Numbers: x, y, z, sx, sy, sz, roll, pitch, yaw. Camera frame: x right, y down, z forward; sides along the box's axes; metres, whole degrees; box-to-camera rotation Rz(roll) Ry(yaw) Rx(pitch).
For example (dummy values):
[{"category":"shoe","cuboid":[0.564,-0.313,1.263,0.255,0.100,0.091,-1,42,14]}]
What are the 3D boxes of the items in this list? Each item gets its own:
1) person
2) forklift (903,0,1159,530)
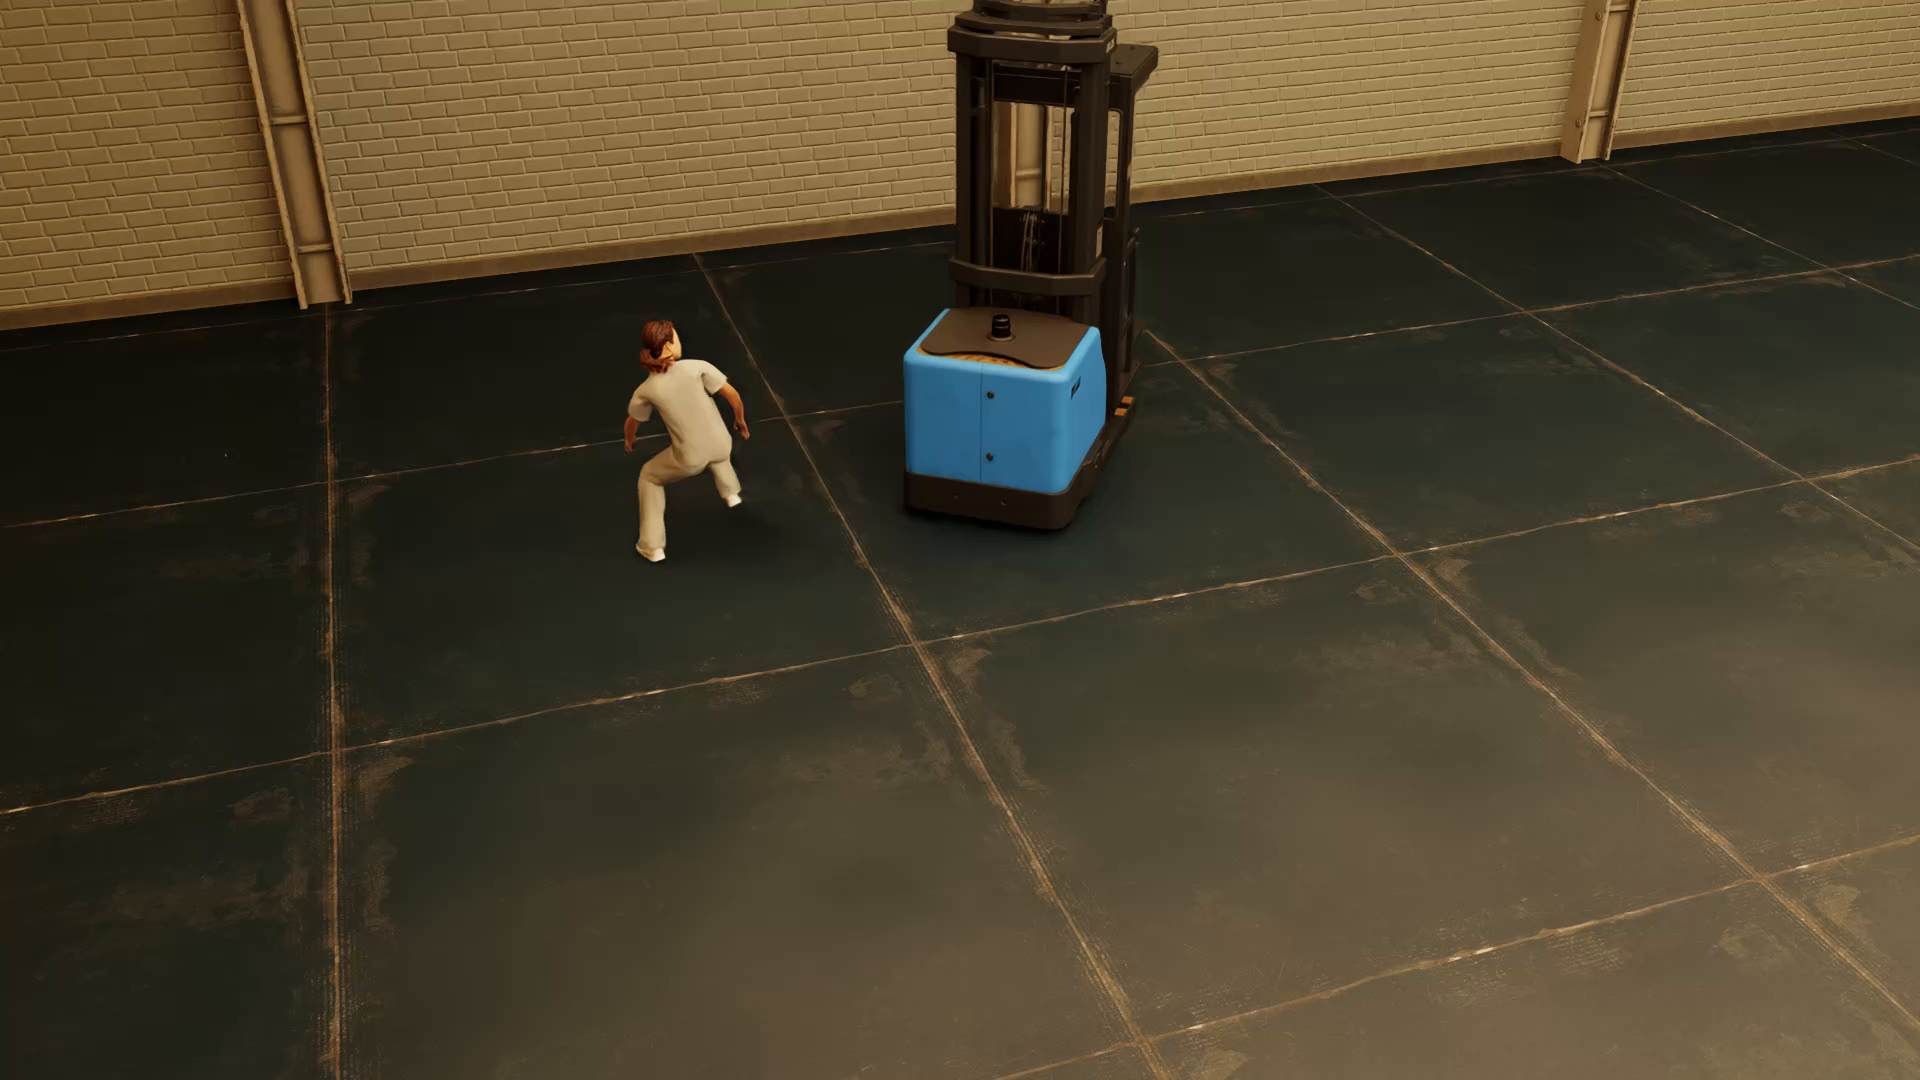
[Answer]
[{"category":"person","cuboid":[-1.606,-0.607,9.700,0.718,1.443,0.597,-12,32,-20]},{"category":"forklift","cuboid":[0.591,-2.055,10.659,1.130,2.935,3.031,9,31,16]}]
